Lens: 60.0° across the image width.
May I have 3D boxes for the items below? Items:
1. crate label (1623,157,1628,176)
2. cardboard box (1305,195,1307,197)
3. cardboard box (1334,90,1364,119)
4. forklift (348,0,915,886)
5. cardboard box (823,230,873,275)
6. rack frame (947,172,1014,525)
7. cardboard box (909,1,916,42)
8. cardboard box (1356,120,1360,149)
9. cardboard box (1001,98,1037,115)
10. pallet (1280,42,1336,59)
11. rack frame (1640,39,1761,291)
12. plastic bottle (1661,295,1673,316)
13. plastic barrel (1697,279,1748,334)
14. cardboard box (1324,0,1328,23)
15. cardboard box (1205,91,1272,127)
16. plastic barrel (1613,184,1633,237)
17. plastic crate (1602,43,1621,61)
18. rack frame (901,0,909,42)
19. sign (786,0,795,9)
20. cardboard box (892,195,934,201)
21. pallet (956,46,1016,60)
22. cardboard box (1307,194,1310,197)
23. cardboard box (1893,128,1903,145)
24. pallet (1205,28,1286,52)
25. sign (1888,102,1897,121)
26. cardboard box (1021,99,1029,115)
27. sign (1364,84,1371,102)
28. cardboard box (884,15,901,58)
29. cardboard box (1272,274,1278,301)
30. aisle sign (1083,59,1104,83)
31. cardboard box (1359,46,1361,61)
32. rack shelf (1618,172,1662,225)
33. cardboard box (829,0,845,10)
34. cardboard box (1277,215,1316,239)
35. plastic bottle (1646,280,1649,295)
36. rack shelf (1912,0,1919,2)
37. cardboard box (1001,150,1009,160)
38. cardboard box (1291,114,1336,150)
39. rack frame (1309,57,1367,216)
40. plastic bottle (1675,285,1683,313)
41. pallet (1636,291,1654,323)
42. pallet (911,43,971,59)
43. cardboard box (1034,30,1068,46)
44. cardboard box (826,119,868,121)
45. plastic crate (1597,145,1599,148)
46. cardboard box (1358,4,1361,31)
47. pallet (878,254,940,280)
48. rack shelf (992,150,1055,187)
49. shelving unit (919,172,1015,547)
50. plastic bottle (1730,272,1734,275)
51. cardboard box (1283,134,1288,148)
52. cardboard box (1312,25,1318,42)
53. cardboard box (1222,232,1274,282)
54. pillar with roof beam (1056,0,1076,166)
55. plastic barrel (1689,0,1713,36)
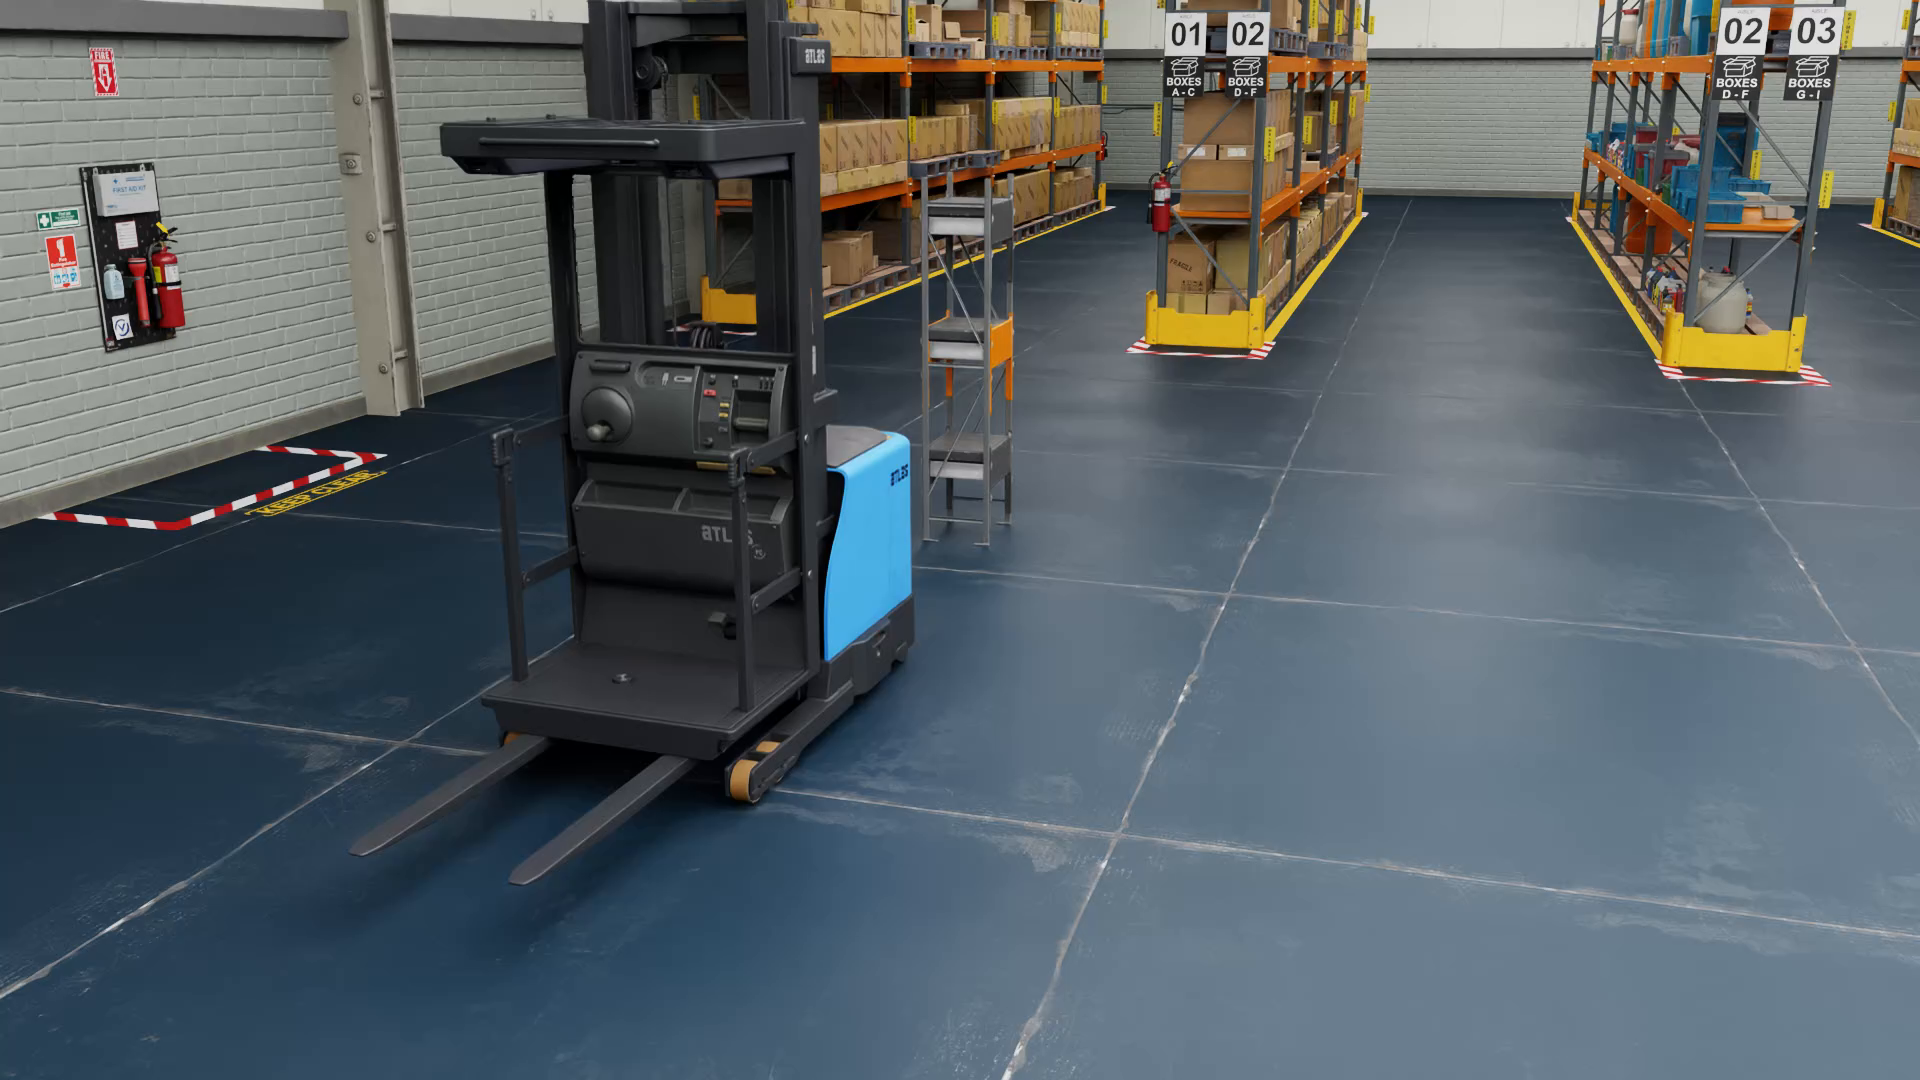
[{"bbox_3d":[9.021,-4.982,22.203,0.303,0.233,0.416,5,16,16],"label":"crate label"},{"bbox_3d":[5.233,-5.576,26.390,0.500,0.250,0.500,5,16,16],"label":"cardboard box"},{"bbox_3d":[7.020,-7.881,30.101,0.500,0.500,0.500,5,17,17],"label":"cardboard box"},{"bbox_3d":[-1.181,-0.536,6.348,1.130,2.935,3.031,5,17,19],"label":"forklift"},{"bbox_3d":[-1.392,-3.600,20.798,0.500,0.500,0.500,3,16,12],"label":"cardboard box"},{"bbox_3d":[0.116,-1.117,9.921,0.400,2.100,0.015,5,16,16],"label":"rack frame"},{"bbox_3d":[-0.903,-6.695,21.488,0.500,0.500,0.500,7,17,24],"label":"cardboard box"},{"bbox_3d":[6.868,-7.265,29.764,0.500,0.500,0.500,5,17,16],"label":"cardboard box"},{"bbox_3d":[0.951,-7.111,27.265,0.500,0.250,0.500,5,17,17],"label":"cardboard box"},{"bbox_3d":[4.330,-6.404,21.758,1.003,0.211,1.213,5,17,18],"label":"pallet"},{"bbox_3d":[8.363,-4.097,18.777,1.000,3.000,0.127,5,16,16],"label":"rack frame"},{"bbox_3d":[7.328,-2.430,17.223,0.097,0.201,0.097,0,16,0],"label":"plastic bottle"},{"bbox_3d":[7.340,-2.234,15.997,0.421,0.512,0.421,0,16,0],"label":"plastic barrel"},{"bbox_3d":[5.172,-7.881,24.606,0.500,0.500,0.500,5,16,16],"label":"cardboard box"},{"bbox_3d":[2.925,-4.513,17.682,0.700,0.500,0.500,5,16,16],"label":"cardboard box"},{"bbox_3d":[10.264,-5.056,25.235,0.600,0.901,0.708,5,16,16],"label":"plastic barrel"},{"bbox_3d":[10.847,-8.067,27.492,0.437,0.282,0.530,5,16,16],"label":"plastic crate"},{"bbox_3d":[-1.136,-7.751,20.667,1.000,3.000,0.127,5,16,16],"label":"rack frame"},{"bbox_3d":[-1.752,-5.640,17.119,0.100,0.325,0.005,5,16,16],"label":"sign"},{"bbox_3d":[-0.676,-4.681,23.236,0.500,0.250,0.500,4,16,14],"label":"cardboard box"},{"bbox_3d":[0.133,-7.437,25.400,1.213,0.211,1.003,5,17,18],"label":"pallet"},{"bbox_3d":[5.376,-5.336,26.920,0.500,0.500,0.500,5,17,17],"label":"cardboard box"},{"bbox_3d":[16.127,-6.819,28.102,0.500,0.250,0.500,4,16,14],"label":"cardboard box"},{"bbox_3d":[2.704,-5.019,16.693,1.003,0.211,1.213,5,16,16],"label":"pallet"},{"bbox_3d":[15.992,-7.352,28.520,0.100,0.325,0.005,5,16,16],"label":"sign"},{"bbox_3d":[0.807,-6.978,26.795,0.500,0.250,0.500,4,16,15],"label":"cardboard box"},{"bbox_3d":[7.552,-8.282,30.832,0.100,0.325,0.005,5,16,16],"label":"sign"},{"bbox_3d":[-1.043,-6.214,20.524,0.500,0.500,0.500,5,17,17],"label":"cardboard box"},{"bbox_3d":[3.272,-2.830,18.580,0.500,0.250,0.500,5,16,16],"label":"cardboard box"},{"bbox_3d":[2.583,-9.251,32.184,0.394,0.787,0.004,5,16,16],"label":"aisle sign"},{"bbox_3d":[6.692,-8.446,28.889,0.500,0.250,0.500,5,16,16],"label":"cardboard box"},{"bbox_3d":[8.931,-4.274,20.720,1.077,0.370,4.000,5,16,16],"label":"rack shelf"},{"bbox_3d":[-1.604,-6.145,18.447,0.500,0.500,0.500,5,17,17],"label":"cardboard box"},{"bbox_3d":[4.551,-4.253,22.569,0.500,0.311,0.500,5,16,16],"label":"cardboard box"},{"bbox_3d":[7.794,-2.860,18.737,0.097,0.201,0.097,0,16,0],"label":"plastic bottle"},{"bbox_3d":[15.954,-8.677,25.981,1.077,0.370,4.000,5,16,16],"label":"rack shelf"},{"bbox_3d":[0.553,-5.997,25.899,0.380,0.149,0.250,5,17,18],"label":"cardboard box"},{"bbox_3d":[5.266,-6.177,25.156,0.700,0.500,0.500,8,18,26],"label":"cardboard box"},{"bbox_3d":[7.025,-7.622,31.203,1.000,3.000,0.127,5,16,16],"label":"rack frame"},{"bbox_3d":[7.528,-2.526,17.408,0.061,0.283,0.133,5,16,16],"label":"plastic bottle"},{"bbox_3d":[8.132,-2.583,18.549,1.003,0.211,1.213,5,16,16],"label":"pallet"},{"bbox_3d":[-0.566,-6.643,22.599,1.213,0.211,1.003,5,16,16],"label":"pallet"},{"bbox_3d":[1.587,-8.740,28.970,0.500,0.250,0.500,5,16,16],"label":"cardboard box"},{"bbox_3d":[-1.469,-5.057,21.024,0.500,0.500,0.500,4,16,15],"label":"cardboard box"},{"bbox_3d":[10.697,-6.400,27.291,0.437,0.125,0.590,5,16,16],"label":"plastic crate"},{"bbox_3d":[6.895,-9.458,30.165,0.700,0.500,0.500,5,16,16],"label":"cardboard box"},{"bbox_3d":[-0.916,-3.728,22.584,1.003,0.211,1.213,5,16,16],"label":"pallet"},{"bbox_3d":[0.570,-6.089,27.118,1.077,0.370,4.000,5,16,16],"label":"rack shelf"},{"bbox_3d":[0.047,-1.053,9.696,0.431,2.100,0.503,5,16,16],"label":"shelving unit"},{"bbox_3d":[8.310,-2.709,17.930,0.144,0.351,0.185,5,16,16],"label":"plastic bottle"},{"bbox_3d":[3.599,-4.621,19.253,0.380,0.149,0.250,4,16,14],"label":"cardboard box"},{"bbox_3d":[4.545,-6.840,22.456,0.500,0.250,0.500,5,17,17],"label":"cardboard box"},{"bbox_3d":[3.114,-3.061,18.021,0.500,0.500,0.500,5,16,16],"label":"cardboard box"},{"bbox_3d":[6.340,-11.331,33.285,9.100,9.000,0.400,5,16,16],"label":"pillar with roof beam"},{"bbox_3d":[7.978,-5.731,17.353,0.600,0.901,0.708,5,16,16],"label":"plastic barrel"}]
